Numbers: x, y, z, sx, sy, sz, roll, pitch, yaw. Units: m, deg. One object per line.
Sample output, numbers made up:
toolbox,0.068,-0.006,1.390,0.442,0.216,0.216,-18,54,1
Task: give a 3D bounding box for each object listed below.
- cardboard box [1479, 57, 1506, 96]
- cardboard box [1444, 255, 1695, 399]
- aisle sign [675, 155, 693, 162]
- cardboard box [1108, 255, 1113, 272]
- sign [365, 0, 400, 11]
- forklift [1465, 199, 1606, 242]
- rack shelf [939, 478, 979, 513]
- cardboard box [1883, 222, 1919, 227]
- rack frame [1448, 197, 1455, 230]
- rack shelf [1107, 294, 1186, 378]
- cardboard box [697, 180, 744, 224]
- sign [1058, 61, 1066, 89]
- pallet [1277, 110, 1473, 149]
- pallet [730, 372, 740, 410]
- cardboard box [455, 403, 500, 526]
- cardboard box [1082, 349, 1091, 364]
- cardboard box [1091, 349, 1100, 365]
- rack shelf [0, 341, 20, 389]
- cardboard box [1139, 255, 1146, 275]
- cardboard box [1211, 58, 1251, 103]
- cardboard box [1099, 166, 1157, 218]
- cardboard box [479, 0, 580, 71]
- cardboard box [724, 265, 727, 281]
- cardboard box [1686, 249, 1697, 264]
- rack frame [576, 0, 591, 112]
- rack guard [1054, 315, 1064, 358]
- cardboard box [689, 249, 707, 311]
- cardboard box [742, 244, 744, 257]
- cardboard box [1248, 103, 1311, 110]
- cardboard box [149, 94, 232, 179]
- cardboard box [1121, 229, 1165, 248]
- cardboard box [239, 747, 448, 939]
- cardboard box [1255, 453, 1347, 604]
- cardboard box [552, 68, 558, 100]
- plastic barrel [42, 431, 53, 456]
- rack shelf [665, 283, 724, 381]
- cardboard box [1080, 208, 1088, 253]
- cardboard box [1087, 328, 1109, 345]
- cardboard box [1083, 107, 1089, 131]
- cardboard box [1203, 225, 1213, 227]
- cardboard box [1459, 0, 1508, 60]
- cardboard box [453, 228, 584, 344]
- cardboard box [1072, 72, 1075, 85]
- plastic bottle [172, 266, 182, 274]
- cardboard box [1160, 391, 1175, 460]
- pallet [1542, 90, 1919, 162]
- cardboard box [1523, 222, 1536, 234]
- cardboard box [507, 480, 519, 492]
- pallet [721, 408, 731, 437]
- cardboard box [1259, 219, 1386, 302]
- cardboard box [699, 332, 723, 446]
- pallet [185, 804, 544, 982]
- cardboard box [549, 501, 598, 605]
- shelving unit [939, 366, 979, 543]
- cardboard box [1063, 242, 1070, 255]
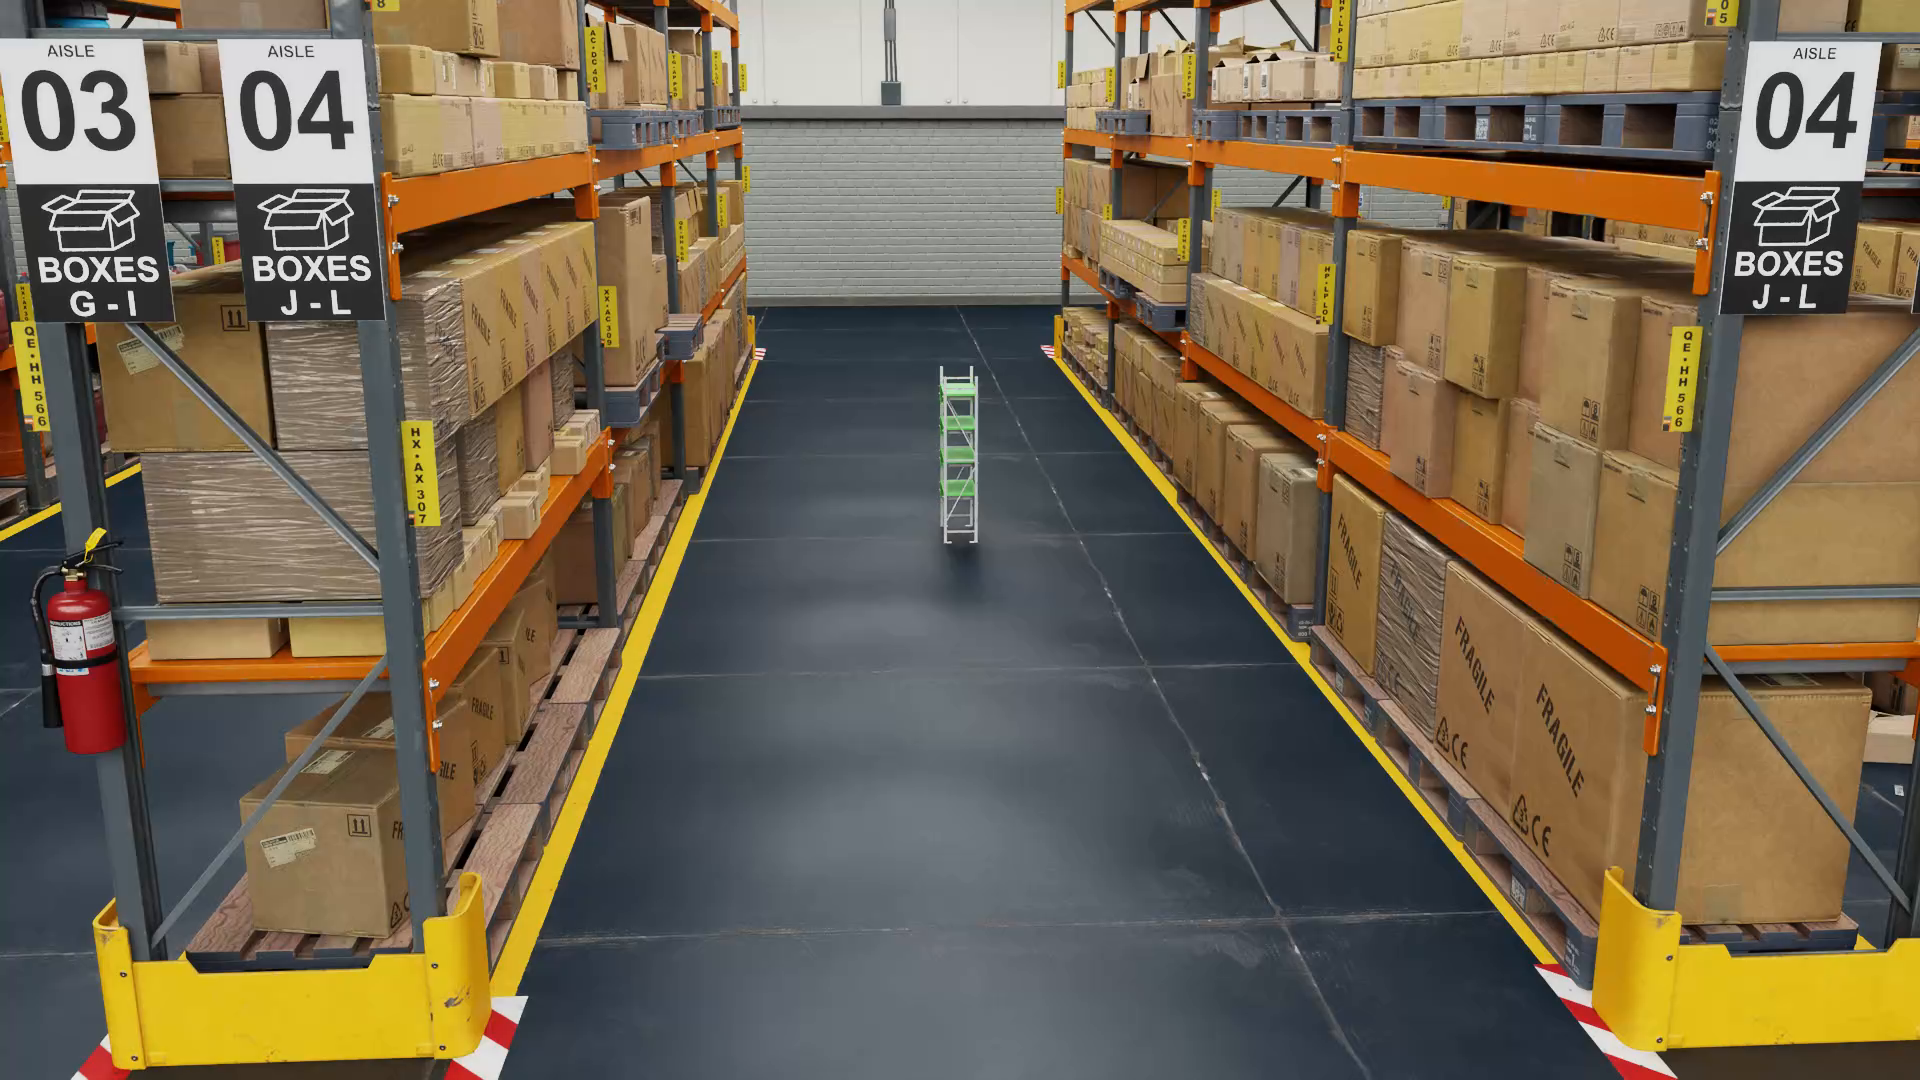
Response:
cardboard box,2.322,-1.864,6.693,0.380,0.149,0.250,-1,14,-3
cardboard box,2.602,-0.920,7.113,0.875,0.550,0.500,-1,14,-3
aisle sign,-3.477,-5.025,20.319,0.394,0.787,0.004,-1,14,-3
cardboard box,1.631,-2.655,15.986,0.380,0.149,0.250,-1,14,-3
sign,-1.640,-1.658,4.675,0.100,0.325,0.005,-1,14,-3
forklift,4.619,-1.816,13.203,1.130,2.935,3.031,-1,14,-3
rack shelf,-0.010,-0.328,12.113,0.258,0.148,0.480,-1,14,-3
cardboard box,7.519,-2.203,12.928,0.500,0.500,0.500,-1,14,-5
rack frame,6.718,-3.905,21.186,1.000,3.000,0.127,-1,14,-3
rack shelf,2.155,-1.963,15.081,1.077,0.370,4.000,-1,14,-3
cardboard box,-2.881,-4.070,20.024,0.500,0.500,0.500,-1,14,-3
sign,1.242,-5.671,20.276,0.100,0.325,0.005,-1,14,-3
pallet,2.421,-2.407,9.725,0.805,0.209,1.217,-1,15,-6
pallet,-2.895,-1.598,17.812,1.003,0.211,1.213,-1,14,-3
cardboard box,-2.327,-0.350,6.571,0.875,0.500,0.500,-1,14,-3
cardboard box,1.606,-2.107,19.074,0.380,0.149,0.250,-1,14,-3
cardboard box,1.631,-1.983,17.995,0.380,0.149,0.250,-1,14,-5
rack shelf,-7.497,-0.841,10.717,1.077,0.370,4.000,-1,14,-3
cardboard box,1.742,-2.350,14.204,0.380,0.149,0.250,-1,14,-3
cardboard box,2.104,-3.292,11.918,0.500,0.311,0.500,-1,14,-3
cardboard box,1.732,-3.599,17.189,0.500,0.500,0.500,-1,14,-5
cardboard box,-2.147,-2.547,8.087,0.500,0.500,0.500,-1,14,-5
cardboard box,-2.628,-2.780,17.316,0.380,0.149,0.250,-1,14,-5
cardboard box,6.842,-2.456,14.851,0.500,0.250,0.500,-1,14,-5
rack frame,-2.430,-3.673,8.244,1.000,3.000,0.127,-1,14,-3
rack guard,1.788,-2.574,21.029,1.175,0.500,0.348,-1,14,-3
cardboard box,-2.535,-2.316,14.809,0.500,0.500,0.500,-1,14,-3
cardboard box,-2.805,-3.483,20.047,0.380,0.149,0.250,-1,14,-3
cardboard box,2.509,-3.462,13.240,0.500,0.500,0.500,-1,14,-3
cardboard box,-2.465,-1.269,5.221,0.500,0.250,0.500,-1,14,-2
cardboard box,1.678,-2.752,15.171,0.380,0.149,0.250,0,14,-1
cardboard box,-2.204,1.078,5.989,0.500,0.500,0.500,2,15,7
cardboard box,2.399,-0.086,10.014,1.050,0.750,0.750,-1,14,-4
cardboard box,-2.094,-2.136,7.789,0.380,0.149,0.250,-2,15,-6
plastic barrel,-7.793,-0.945,13.831,0.421,0.512,0.421,0,14,0
rack shelf,-2.802,-1.912,14.881,1.077,0.370,4.000,-1,14,-3
cardboard box,1.649,-3.499,18.808,0.500,0.500,0.500,-1,14,-5
cardboard box,1.624,-2.261,18.478,0.380,0.149,0.250,-2,15,-6
cardboard box,1.650,-4.681,18.481,0.500,0.250,0.500,-1,14,-4
cardboard box,2.299,-2.886,15.690,0.380,0.149,0.250,-1,14,-4
cardboard box,2.374,-2.093,6.781,0.500,0.250,0.500,-1,14,-3
cardboard box,-2.095,-1.213,7.916,0.500,0.500,0.500,-1,14,-3
cardboard box,1.518,-5.403,19.483,0.380,0.149,0.250,-1,14,-4
plastic bottle,-7.462,-2.475,15.860,0.061,0.283,0.133,-1,14,-3
cardboard box,1.977,-0.967,13.938,0.500,0.500,0.500,-1,14,-4
pallet,2.718,-1.419,5.679,1.003,0.211,1.213,-1,14,-3
cardboard box,6.598,-3.323,18.722,0.500,0.500,0.500,-1,14,-4
cardboard box,-2.106,-0.161,7.136,0.380,0.149,0.250,-1,14,-3
pallet,-2.802,-1.216,16.331,1.003,0.211,1.213,-1,14,-3
cardboard box,2.395,-1.855,11.008,0.700,0.500,0.500,-1,14,-4
cardboard box,-2.747,-1.331,14.601,1.225,0.875,0.875,-1,14,-3
pallet,-2.202,1.356,6.334,1.003,0.211,1.213,-1,14,-3
cardboard box,-2.446,0.076,9.843,0.700,0.500,0.500,-2,15,-8
shelving unit,-0.010,-0.622,12.037,0.258,1.200,0.503,-1,14,-3
cardboard box,1.476,-3.597,20.489,0.380,0.149,0.250,-1,14,-4
